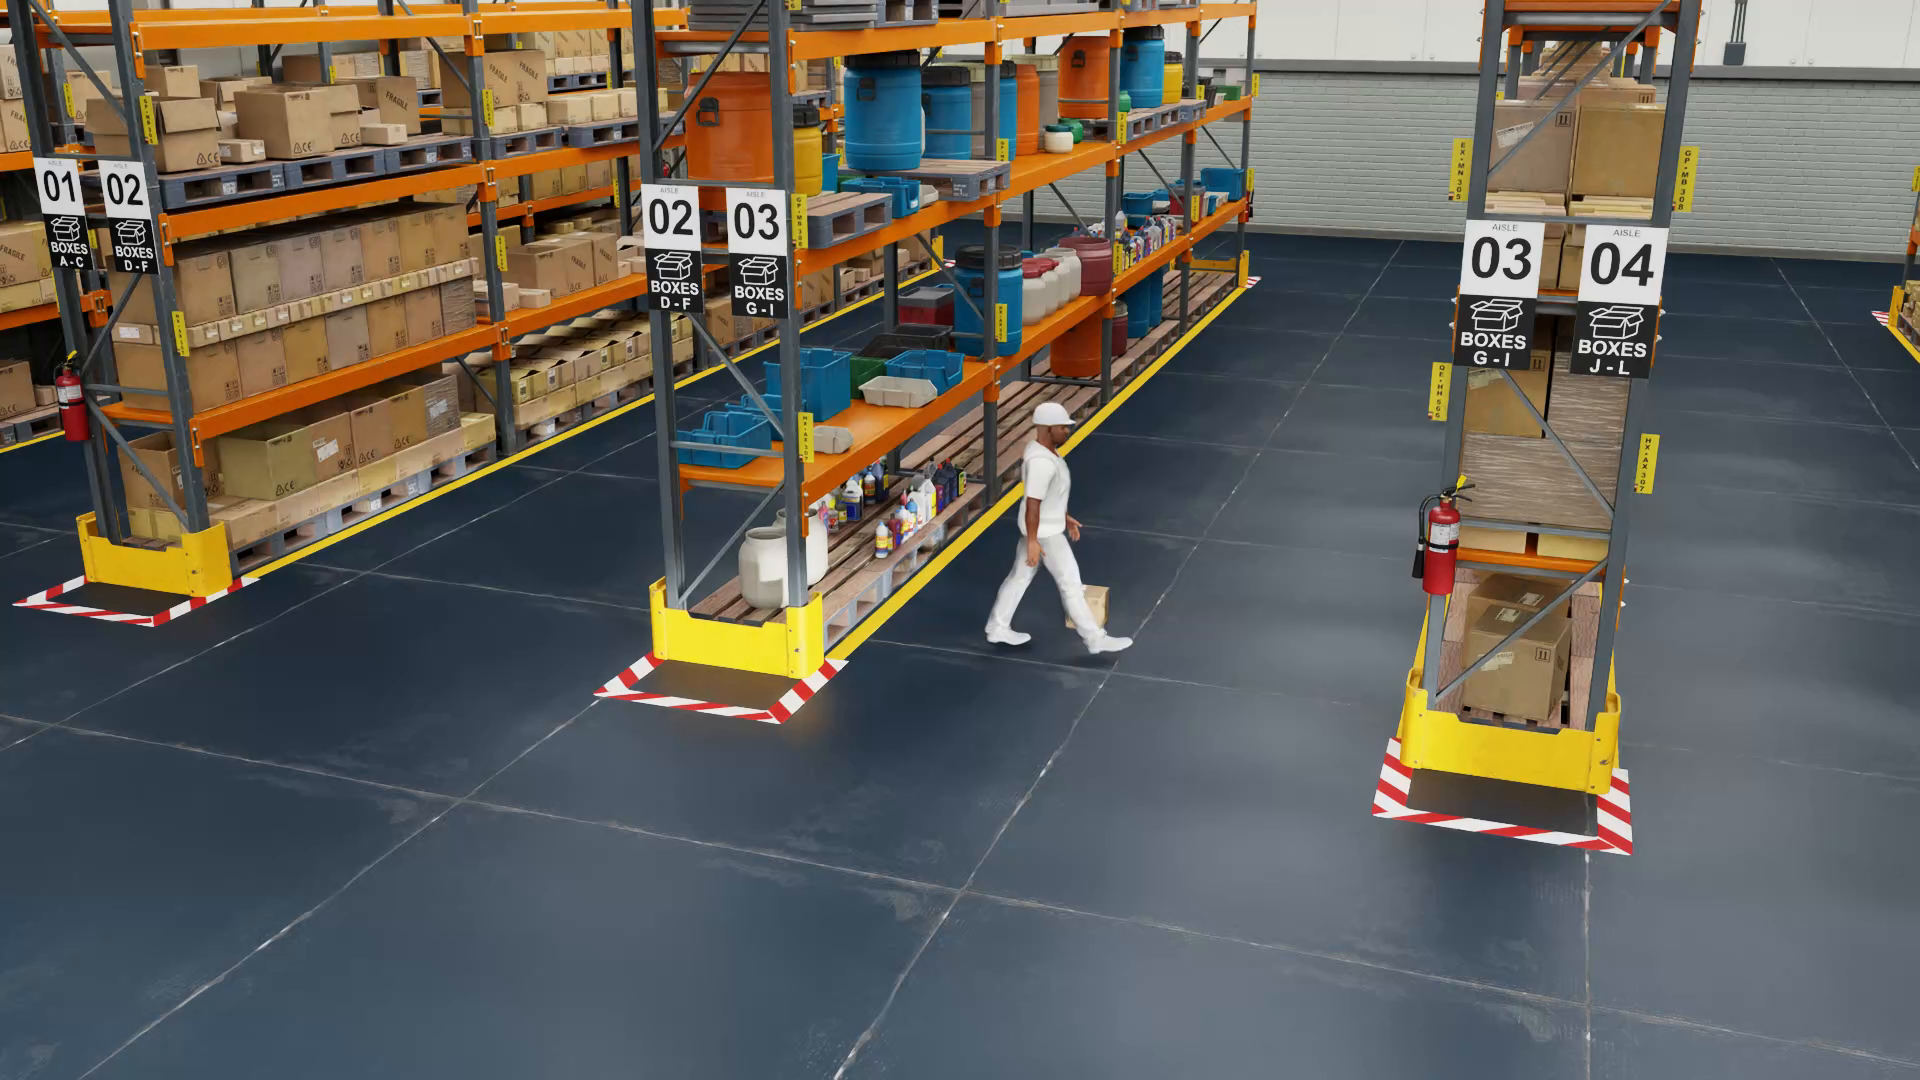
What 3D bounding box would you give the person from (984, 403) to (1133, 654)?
[{"bbox_3d":[0.667,-0.092,11.269,0.989,1.714,0.585,-1,19,-4],"label":"person"}]
